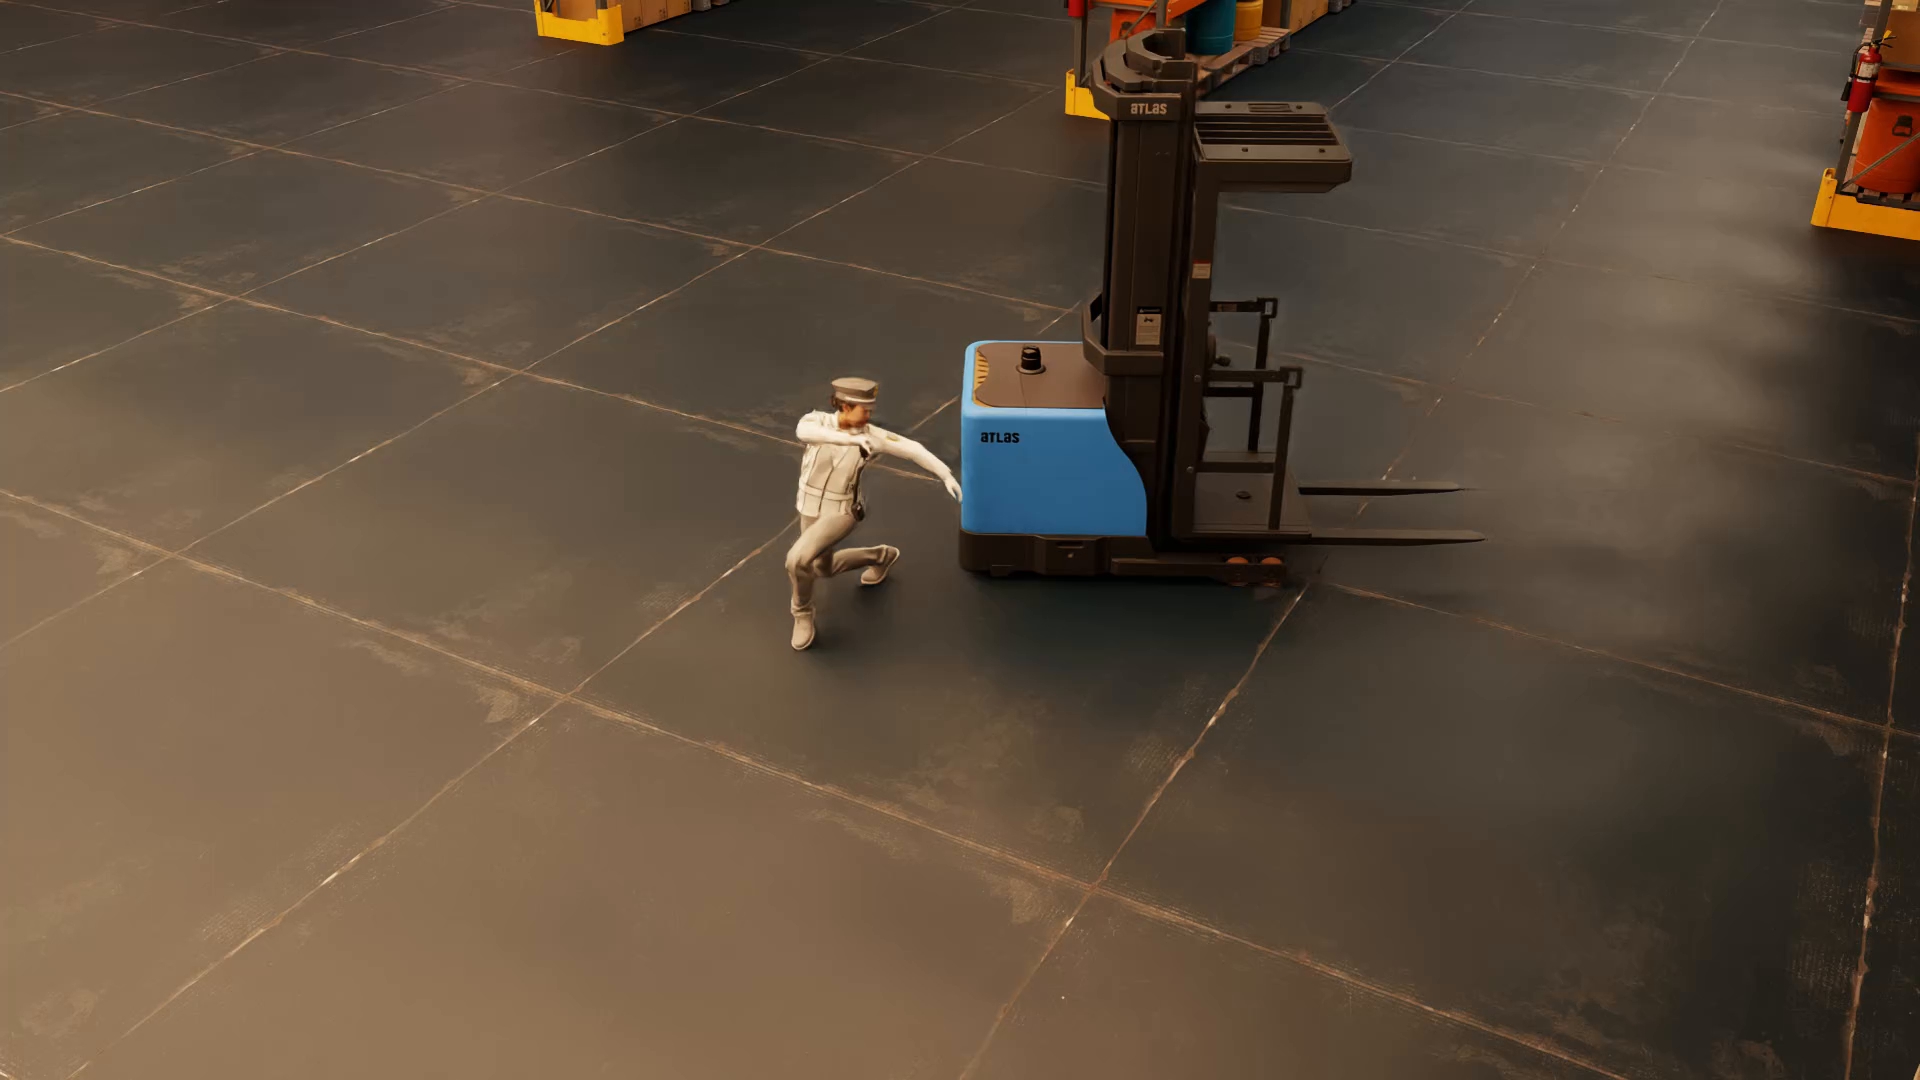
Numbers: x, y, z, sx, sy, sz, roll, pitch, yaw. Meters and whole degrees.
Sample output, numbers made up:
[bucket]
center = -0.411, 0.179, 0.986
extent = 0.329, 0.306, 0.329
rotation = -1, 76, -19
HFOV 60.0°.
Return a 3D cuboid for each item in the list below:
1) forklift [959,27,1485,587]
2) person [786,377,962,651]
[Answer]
[forklift]
center = 1.521, -1.272, 9.275
extent = 3.031, 2.935, 1.130
rotation = 1, 30, 2
[person]
center = -0.498, -0.169, 8.916
extent = 0.823, 1.380, 0.945
rotation = 13, 32, 21
